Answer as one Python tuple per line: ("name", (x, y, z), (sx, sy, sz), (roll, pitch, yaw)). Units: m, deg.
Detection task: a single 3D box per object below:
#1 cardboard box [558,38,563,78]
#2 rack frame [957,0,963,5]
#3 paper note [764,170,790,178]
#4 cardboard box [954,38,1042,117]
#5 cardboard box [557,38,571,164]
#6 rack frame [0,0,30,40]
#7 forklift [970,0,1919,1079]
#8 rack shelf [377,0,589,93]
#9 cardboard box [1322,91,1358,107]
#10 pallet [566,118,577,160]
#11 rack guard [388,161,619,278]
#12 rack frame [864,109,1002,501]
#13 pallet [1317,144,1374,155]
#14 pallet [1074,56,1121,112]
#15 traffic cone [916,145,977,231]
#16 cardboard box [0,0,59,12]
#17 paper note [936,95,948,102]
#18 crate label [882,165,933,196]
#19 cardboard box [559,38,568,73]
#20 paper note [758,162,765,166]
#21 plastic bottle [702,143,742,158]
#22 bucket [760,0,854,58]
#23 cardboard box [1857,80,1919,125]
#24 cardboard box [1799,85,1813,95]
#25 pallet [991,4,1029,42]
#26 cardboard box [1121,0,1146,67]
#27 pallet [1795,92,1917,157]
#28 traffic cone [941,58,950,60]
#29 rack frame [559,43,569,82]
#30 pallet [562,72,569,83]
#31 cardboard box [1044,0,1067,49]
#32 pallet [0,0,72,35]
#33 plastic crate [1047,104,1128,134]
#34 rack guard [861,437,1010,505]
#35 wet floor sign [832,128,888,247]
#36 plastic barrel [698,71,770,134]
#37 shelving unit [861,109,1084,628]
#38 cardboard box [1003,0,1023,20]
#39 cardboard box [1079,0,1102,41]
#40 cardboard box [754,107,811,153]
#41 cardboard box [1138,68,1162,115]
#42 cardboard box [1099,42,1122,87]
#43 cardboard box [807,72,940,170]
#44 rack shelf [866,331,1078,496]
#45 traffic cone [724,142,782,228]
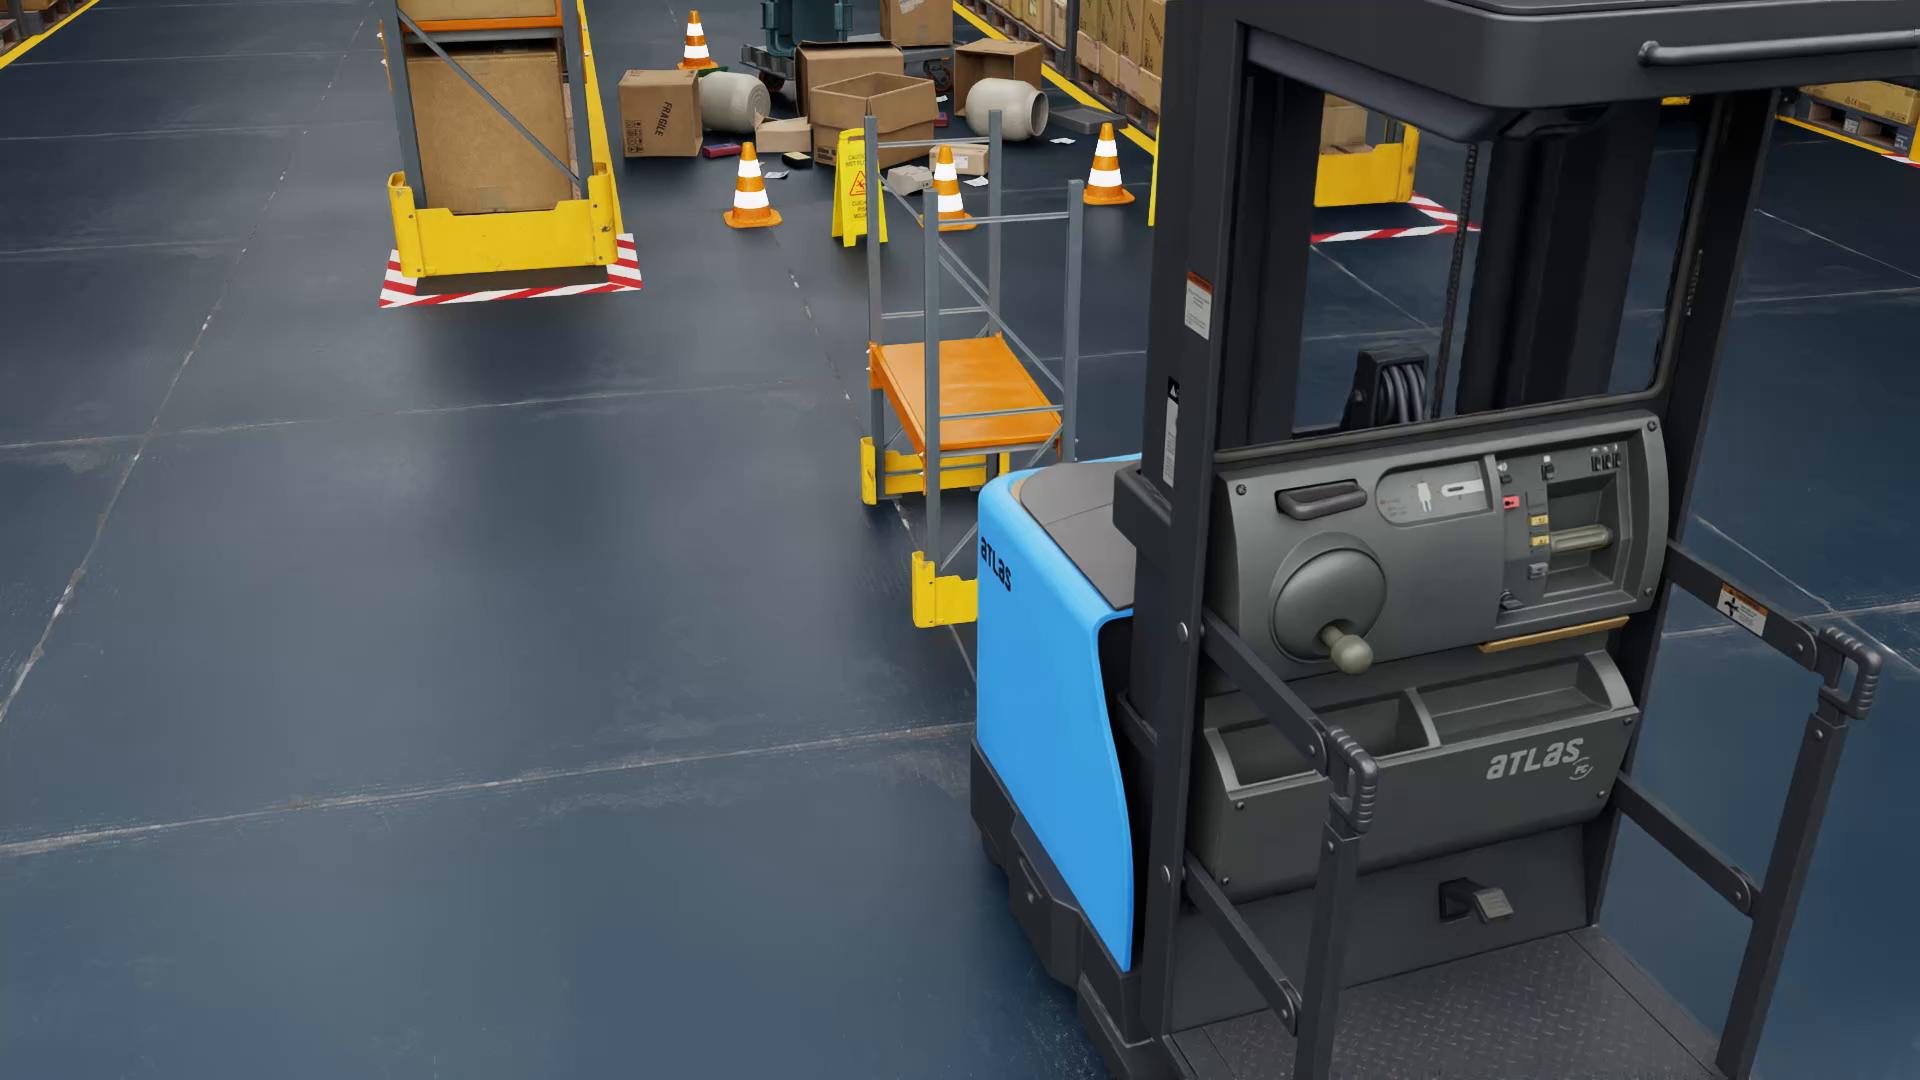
("cardboard box", (-3.353, -3.624, 11.993), (0.875, 0.875, 0.875), (-6, 27, -11))
("rack frame", (0.472, -6.971, 16.733), (1.000, 3.000, 0.127), (-6, 27, -12))
("paper note", (-1.215, -2.429, 11.030), (0.144, 0.017, 0.142), (3, 27, 6))
("cardboard box", (0.289, -3.492, 12.611), (0.500, 0.500, 0.500), (13, 30, 24))
("cardboard box", (-2.942, -2.828, 10.417), (0.875, 0.875, 0.875), (-6, 27, -12))
("rack frame", (-9.183, -5.965, 14.739), (1.000, 3.000, 0.127), (-6, 27, -12))
("forklift", (0.992, 0.041, 2.915), (1.130, 2.935, 3.031), (-9, 28, -17))
("rack shelf", (-2.975, -3.469, 10.593), (1.077, 0.370, 4.000), (-6, 27, -12))
("cardboard box", (2.357, -3.147, 10.909), (0.500, 0.500, 0.500), (-7, 28, -13))
("pallet", (-3.053, -2.545, 11.058), (1.003, 0.211, 1.213), (-6, 27, -12))
("rack guard", (-2.519, -1.786, 9.233), (1.175, 0.500, 0.348), (-6, 27, -12))
("rack frame", (-0.095, -0.855, 6.280), (0.500, 1.500, 0.032), (-6, 27, -12))
("pallet", (2.109, -2.608, 11.183), (1.003, 0.211, 1.213), (-6, 27, -12))
("pallet", (1.560, -3.679, 13.305), (1.003, 0.211, 1.213), (-6, 27, -12))
("traffic cone", (-0.083, -2.123, 9.942), (0.336, 0.463, 0.334), (-6, 27, -12))
("cardboard box", (-9.318, -5.509, 15.728), (1.225, 0.875, 0.875), (-7, 28, -14))
("paper note", (-0.169, -3.484, 13.119), (0.148, 0.019, 0.142), (-6, 27, -12))
("crate label", (-0.321, -2.316, 10.687), (0.250, 0.136, 0.298), (-23, 35, -38))
("cardboard box", (-3.654, -4.115, 13.104), (1.050, 0.750, 0.750), (-6, 27, -12))
("paper note", (-1.361, -2.550, 11.292), (0.032, 0.001, 0.123), (8, 28, 15))
("plastic bottle", (-1.634, -2.711, 11.553), (0.283, 0.061, 0.133), (-16, 31, -29))
("bucket", (-1.149, -4.060, 12.911), (0.726, 0.611, 0.620), (3, 17, 6))
("cardboard box", (6.697, -3.099, 11.647), (0.500, 0.250, 0.500), (-6, 27, -11))
("cardboard box", (6.490, -3.539, 12.518), (0.500, 0.250, 0.500), (-6, 27, -11))
("pallet", (0.918, -4.849, 15.622), (1.003, 0.211, 1.213), (-6, 27, -12))
("cardboard box", (1.491, -3.762, 12.128), (0.500, 0.500, 0.500), (-5, 27, -9))
("pallet", (6.897, -3.052, 12.062), (1.003, 0.211, 1.213), (-6, 27, -12))
("traffic cone", (-0.270, -4.485, 14.622), (0.336, 0.463, 0.334), (-6, 27, -12))
("rack frame", (-3.426, -4.668, 12.170), (1.000, 3.000, 0.127), (-6, 27, -12))
("pallet", (-3.674, -3.755, 13.454), (1.003, 0.211, 1.213), (-6, 27, -12))
("cardboard box", (1.253, -4.460, 14.207), (0.950, 0.372, 0.625), (-6, 27, -11))
("pallet", (-9.287, -5.074, 16.068), (1.003, 0.211, 1.213), (-6, 27, -12))
("plastic crate", (0.929, -3.139, 12.381), (0.402, 0.080, 0.583), (-16, 31, -29))
("rack guard", (-0.095, -0.297, 6.561), (0.587, 0.250, 0.087), (-6, 27, -12))
("wet floor sign", (-0.589, -2.050, 9.595), (0.267, 0.644, 0.232), (-11, 29, -20))
("plastic barrel", (-1.676, -3.176, 12.073), (0.512, 0.421, 0.421), (13, 30, 24))
("shelving unit", (0.017, -0.636, 5.846), (0.587, 1.500, 1.083), (-6, 27, -12))
("cardboard box", (0.929, -5.080, 15.436), (0.950, 0.372, 0.625), (-5, 27, -10))
("cardboard box", (1.244, -4.224, 13.042), (0.500, 0.500, 0.500), (-5, 27, -9))
("cardboard box", (-1.244, -2.880, 11.662), (0.396, 0.266, 0.258), (-1, 27, -3))
("cardboard box", (1.598, -3.204, 11.855), (0.500, 0.250, 0.500), (-7, 28, -13))
("cardboard box", (1.375, -3.656, 12.749), (0.500, 0.250, 0.500), (-4, 27, -9))
("cardboard box", (-0.587, -2.859, 11.356), (0.637, 0.503, 0.797), (19, 32, 32))
("rack shelf", (0.019, -0.472, 5.919), (0.538, 0.185, 1.000), (-6, 27, -12))
("traffic cone", (-1.261, -2.157, 10.010), (0.336, 0.463, 0.334), (-6, 27, -12))
